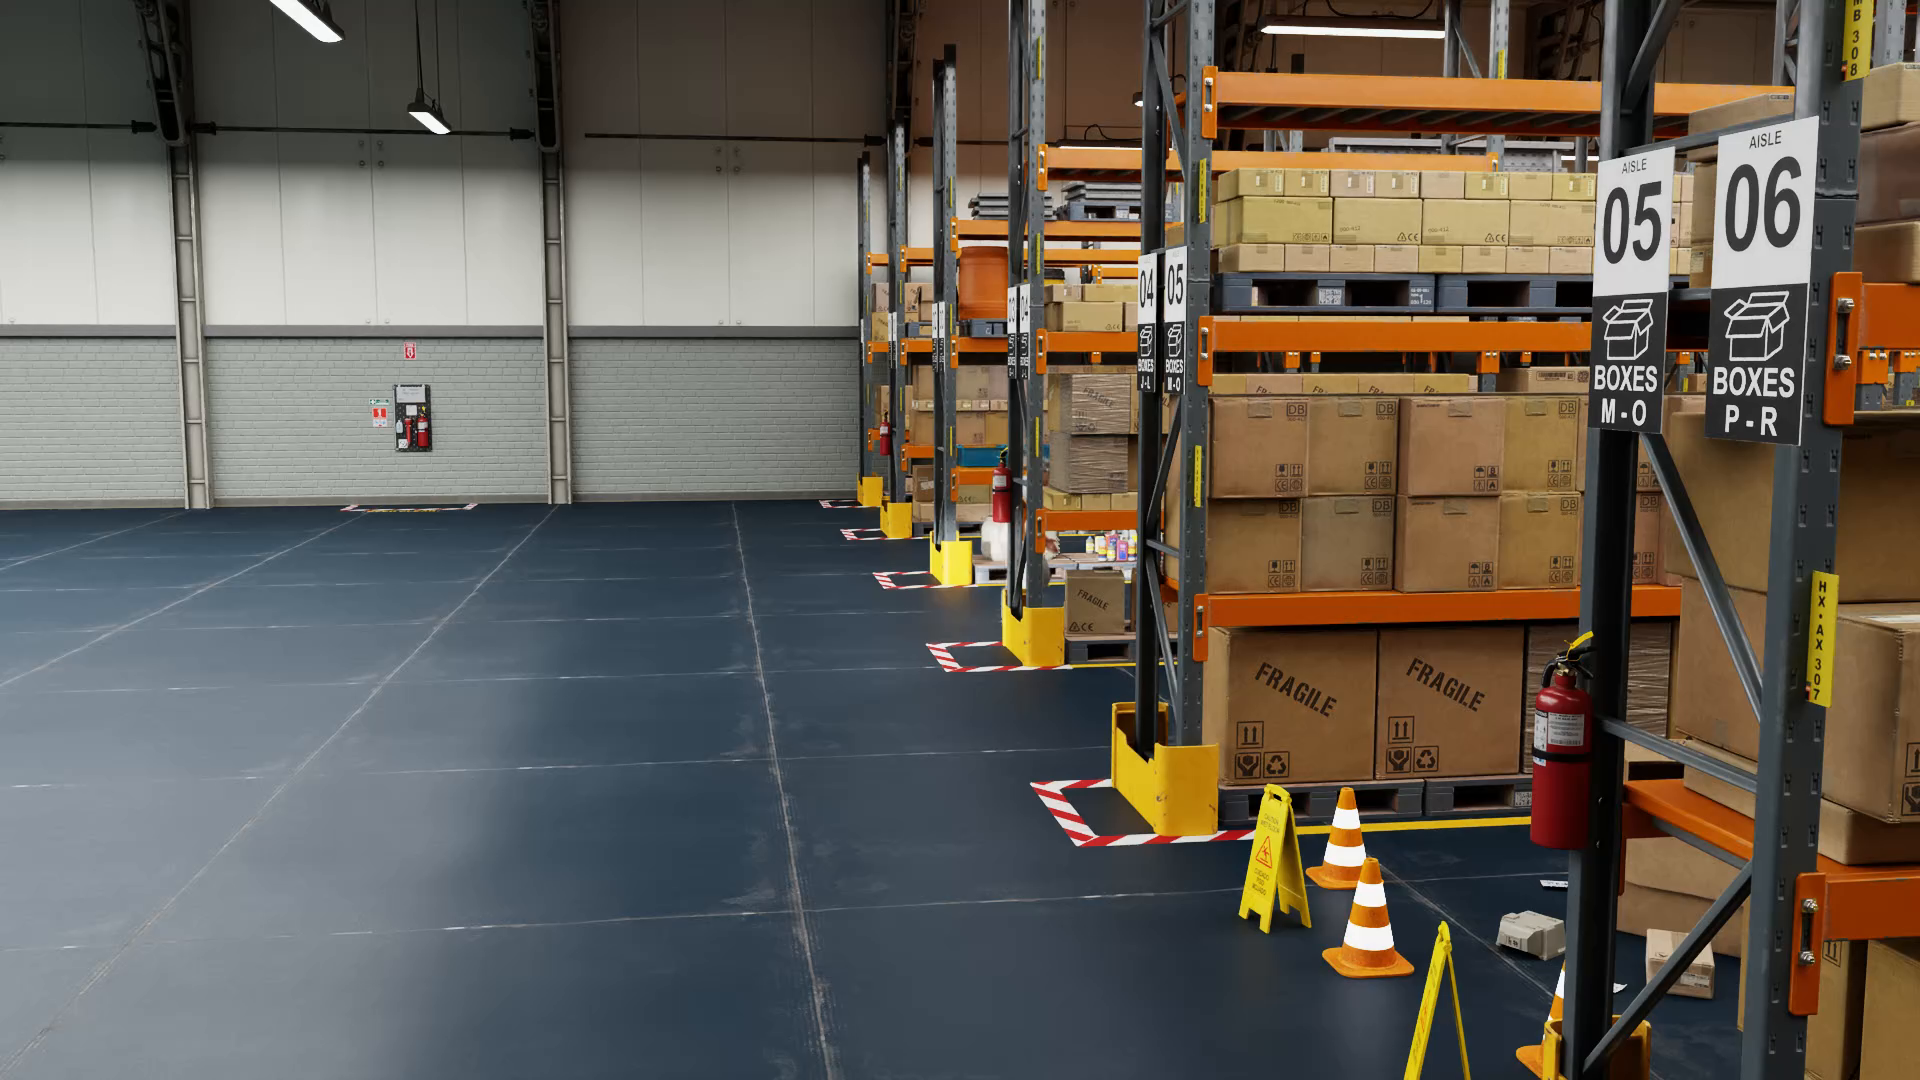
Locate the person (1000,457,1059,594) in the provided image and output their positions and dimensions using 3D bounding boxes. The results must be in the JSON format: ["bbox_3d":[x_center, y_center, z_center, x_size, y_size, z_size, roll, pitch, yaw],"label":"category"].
[{"bbox_3d":[0.687,0.023,15.992,0.585,1.650,0.571,2,7,13],"label":"person"}]
